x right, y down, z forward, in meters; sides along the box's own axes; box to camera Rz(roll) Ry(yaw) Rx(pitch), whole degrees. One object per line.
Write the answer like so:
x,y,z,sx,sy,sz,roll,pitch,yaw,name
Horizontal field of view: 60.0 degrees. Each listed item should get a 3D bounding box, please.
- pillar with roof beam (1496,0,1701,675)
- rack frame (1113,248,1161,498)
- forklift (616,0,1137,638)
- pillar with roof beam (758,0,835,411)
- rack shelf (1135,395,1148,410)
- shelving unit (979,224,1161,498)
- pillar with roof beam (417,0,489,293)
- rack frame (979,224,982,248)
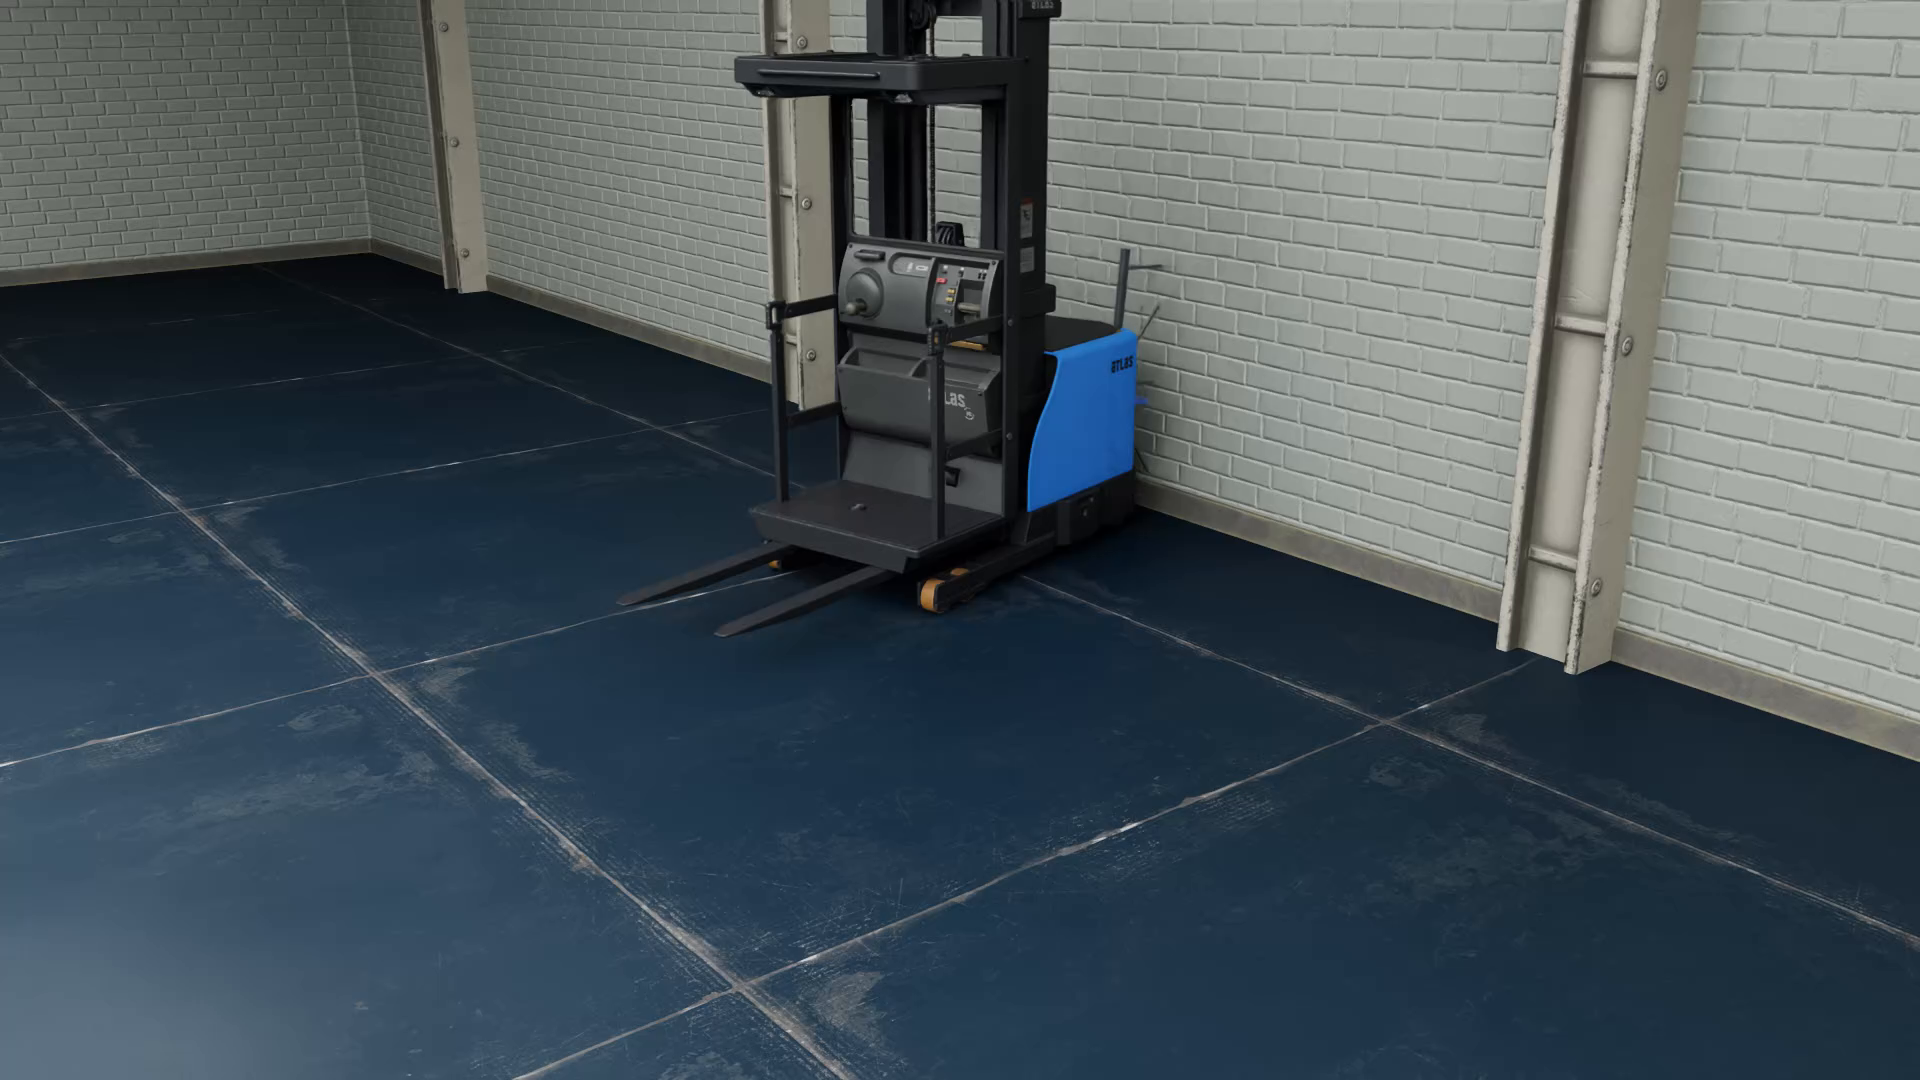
-0.746,-2.932,3.402,9.100,9.000,0.400,-14,23,-36,pillar with roof beam
0.974,-0.851,9.118,0.032,1.500,0.500,19,22,40,rack frame
-0.334,-1.219,7.881,1.130,2.935,3.031,13,23,35,forklift
-4.472,-4.411,7.867,9.100,9.000,0.400,-14,23,-36,pillar with roof beam
0.595,-0.807,9.500,1.000,0.185,0.538,19,22,40,rack shelf
0.609,-0.979,9.448,1.048,1.500,0.538,19,22,40,shelving unit
-8.197,-5.889,12.332,9.100,9.000,0.400,-14,23,-36,pillar with roof beam
0.244,-1.107,9.778,0.032,1.500,0.500,19,22,40,rack frame
